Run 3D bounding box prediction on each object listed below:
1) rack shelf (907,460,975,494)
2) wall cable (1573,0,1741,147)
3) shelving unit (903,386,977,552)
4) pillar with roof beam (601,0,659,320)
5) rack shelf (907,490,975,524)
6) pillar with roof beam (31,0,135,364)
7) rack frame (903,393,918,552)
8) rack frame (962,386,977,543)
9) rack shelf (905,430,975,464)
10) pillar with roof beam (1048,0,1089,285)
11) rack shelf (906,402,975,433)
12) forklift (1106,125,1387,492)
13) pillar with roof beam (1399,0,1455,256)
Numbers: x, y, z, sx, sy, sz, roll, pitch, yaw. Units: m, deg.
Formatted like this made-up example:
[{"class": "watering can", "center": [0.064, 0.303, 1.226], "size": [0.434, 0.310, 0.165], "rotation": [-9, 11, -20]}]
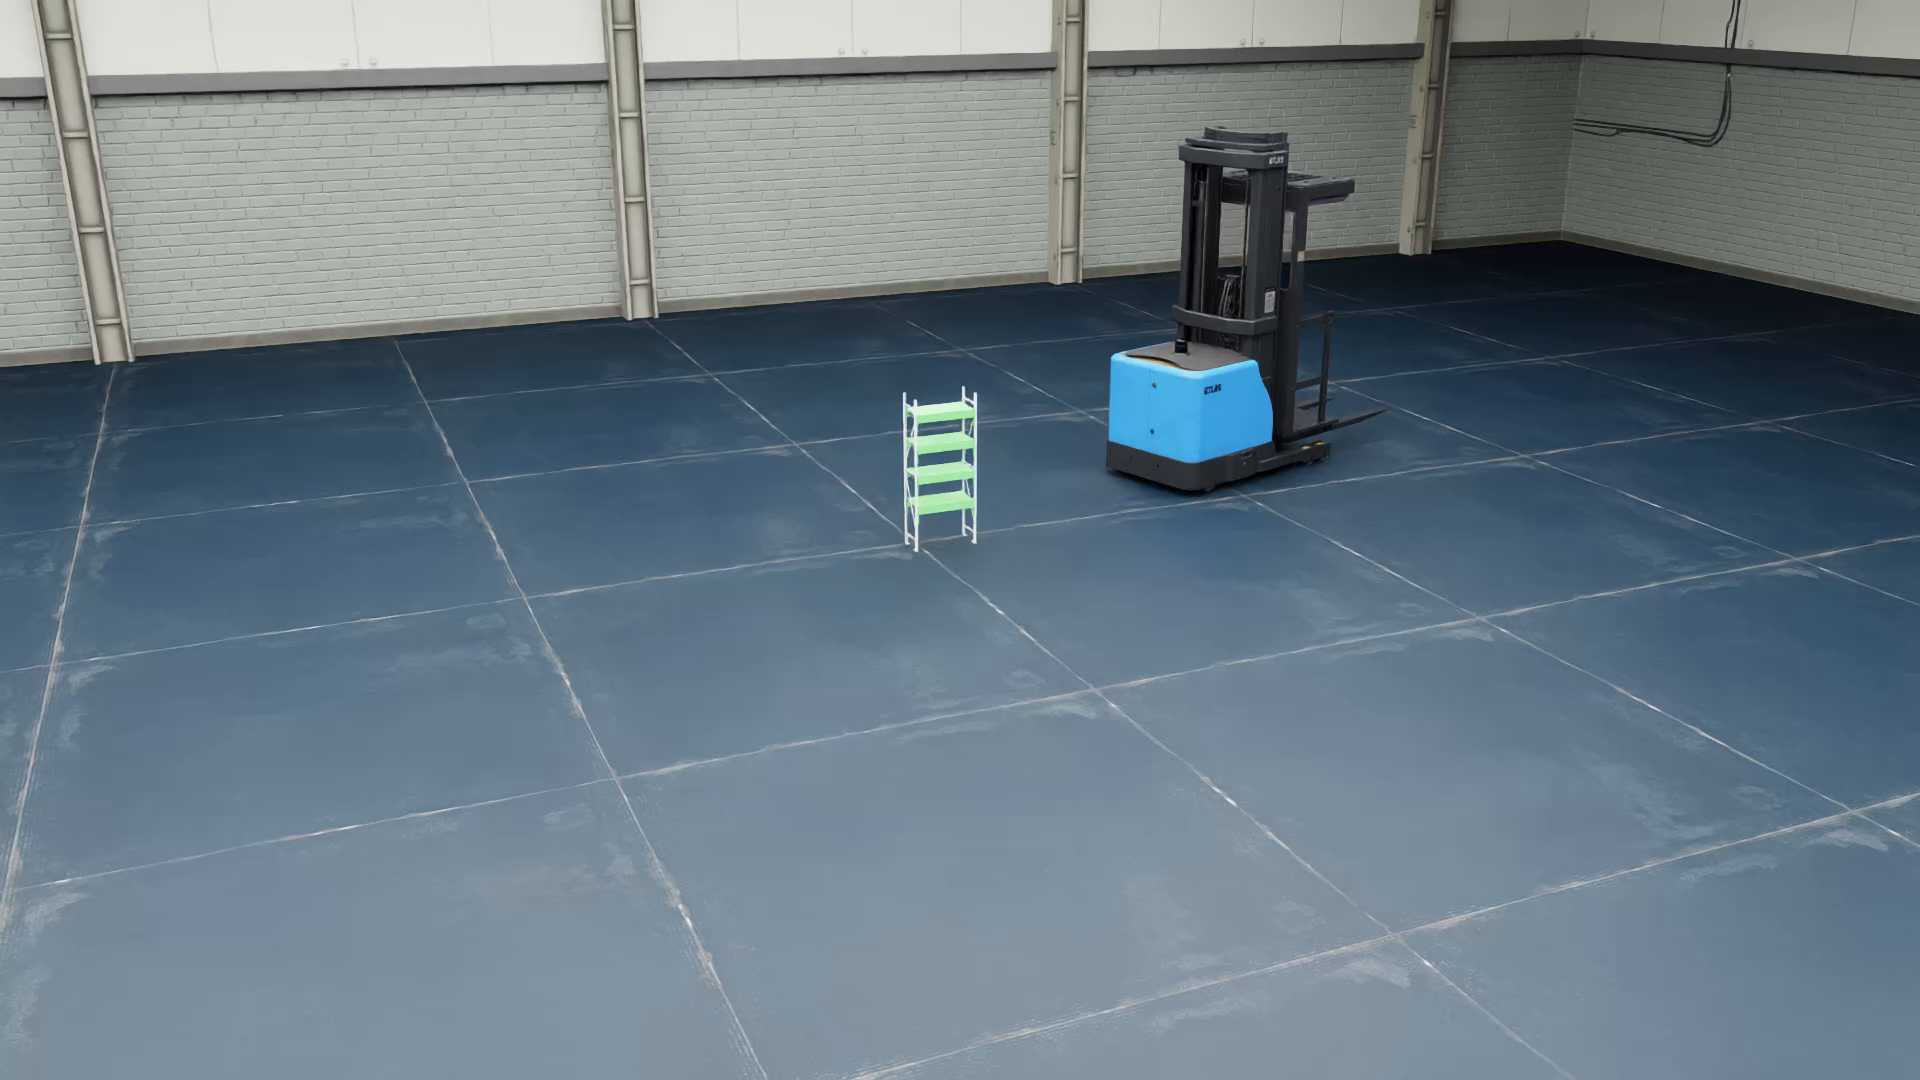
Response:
[{"class": "rack shelf", "center": [-0.152, -0.484, 12.782], "size": [0.480, 0.148, 0.258], "rotation": [-8, 21, -22]}, {"class": "wall cable", "center": [10.205, -7.167, 24.502], "size": [0.112, 2.526, 3.097], "rotation": [-8, 21, -22]}, {"class": "shelving unit", "center": [-0.152, -0.544, 12.761], "size": [0.503, 1.200, 0.258], "rotation": [-8, 21, -22]}, {"class": "pillar with roof beam", "center": [-2.337, -5.756, 15.819], "size": [0.400, 9.000, 9.100], "rotation": [-8, 21, -22]}, {"class": "rack shelf", "center": [-0.152, -0.258, 12.862], "size": [0.480, 0.148, 0.258], "rotation": [-8, 21, -22]}, {"class": "pillar with roof beam", "center": [-7.846, -4.966, 13.578], "size": [0.400, 9.000, 9.100], "rotation": [-8, 21, -22]}, {"class": "rack frame", "center": [-0.376, -0.512, 12.670], "size": [0.015, 1.200, 0.240], "rotation": [-8, 21, -22]}, {"class": "rack frame", "center": [0.072, -0.576, 12.852], "size": [0.015, 1.200, 0.240], "rotation": [-8, 21, -22]}, {"class": "rack shelf", "center": [-0.152, -0.710, 12.702], "size": [0.480, 0.148, 0.258], "rotation": [-8, 21, -22]}, {"class": "pillar with roof beam", "center": [3.172, -6.545, 18.061], "size": [0.400, 9.000, 9.100], "rotation": [-8, 21, -22]}, {"class": "rack shelf", "center": [-0.152, -0.937, 12.623], "size": [0.480, 0.148, 0.258], "rotation": [-8, 21, -22]}, {"class": "forklift", "center": [2.728, -2.178, 14.795], "size": [3.031, 2.935, 1.130], "rotation": [-16, 25, -38]}, {"class": "pillar with roof beam", "center": [8.682, -7.334, 20.303], "size": [0.400, 9.000, 9.100], "rotation": [-8, 21, -22]}]
